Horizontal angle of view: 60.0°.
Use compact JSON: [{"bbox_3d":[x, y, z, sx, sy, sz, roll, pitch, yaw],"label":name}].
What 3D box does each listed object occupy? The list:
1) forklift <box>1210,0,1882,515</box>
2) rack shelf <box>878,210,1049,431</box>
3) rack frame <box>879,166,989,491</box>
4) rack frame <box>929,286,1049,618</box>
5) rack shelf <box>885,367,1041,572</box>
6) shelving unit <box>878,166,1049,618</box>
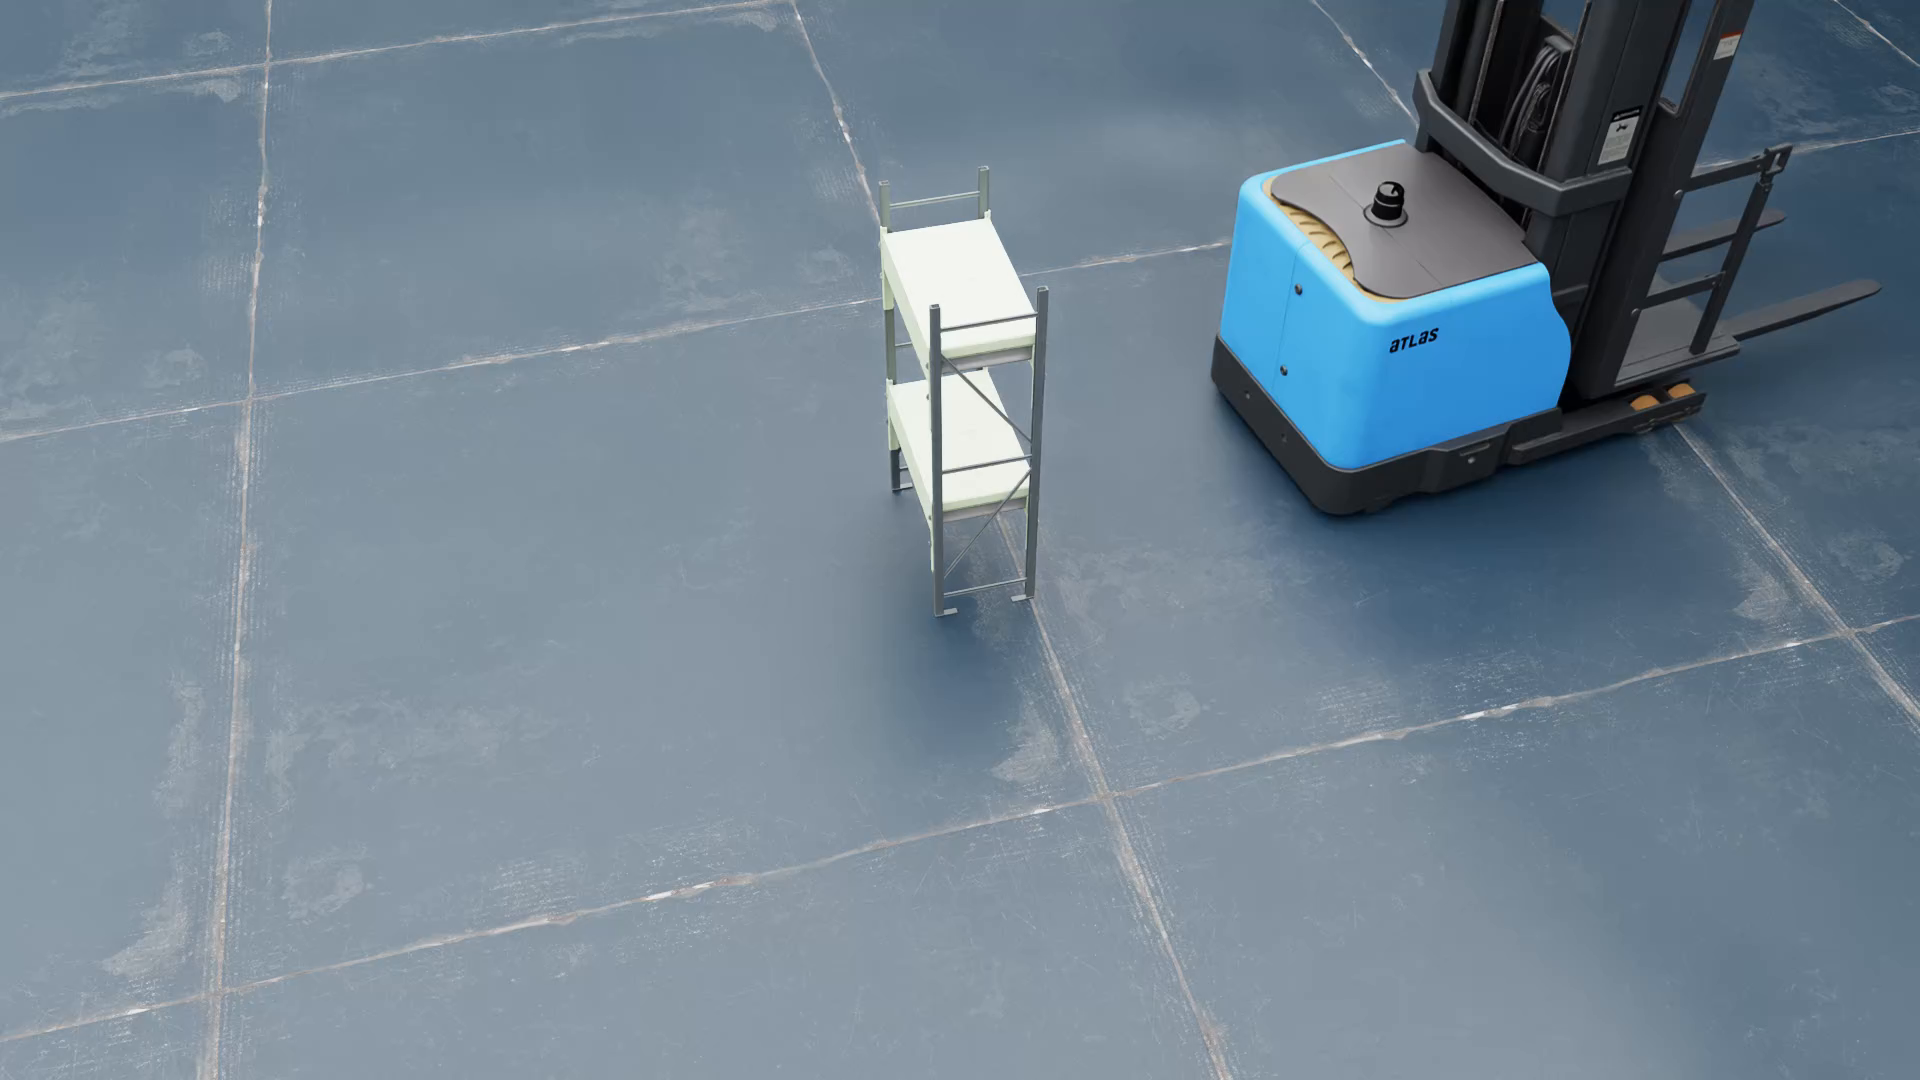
[{"bbox_3d":[2.676,-1.820,6.481,3.031,2.935,1.130,-17,48,-16],"label":"forklift"},{"bbox_3d":[0.002,-0.793,5.931,0.431,0.370,0.720,-11,47,-10],"label":"rack shelf"},{"bbox_3d":[-0.092,-0.773,6.457,0.400,1.500,0.023,-11,47,-10],"label":"rack frame"},{"bbox_3d":[0.095,-0.268,5.962,0.400,1.500,0.023,-11,47,-10],"label":"rack frame"},{"bbox_3d":[0.002,-0.292,6.443,0.431,0.370,0.720,-11,47,-10],"label":"rack shelf"},{"bbox_3d":[0.002,-0.520,6.210,0.431,1.500,0.755,-11,47,-10],"label":"shelving unit"}]
